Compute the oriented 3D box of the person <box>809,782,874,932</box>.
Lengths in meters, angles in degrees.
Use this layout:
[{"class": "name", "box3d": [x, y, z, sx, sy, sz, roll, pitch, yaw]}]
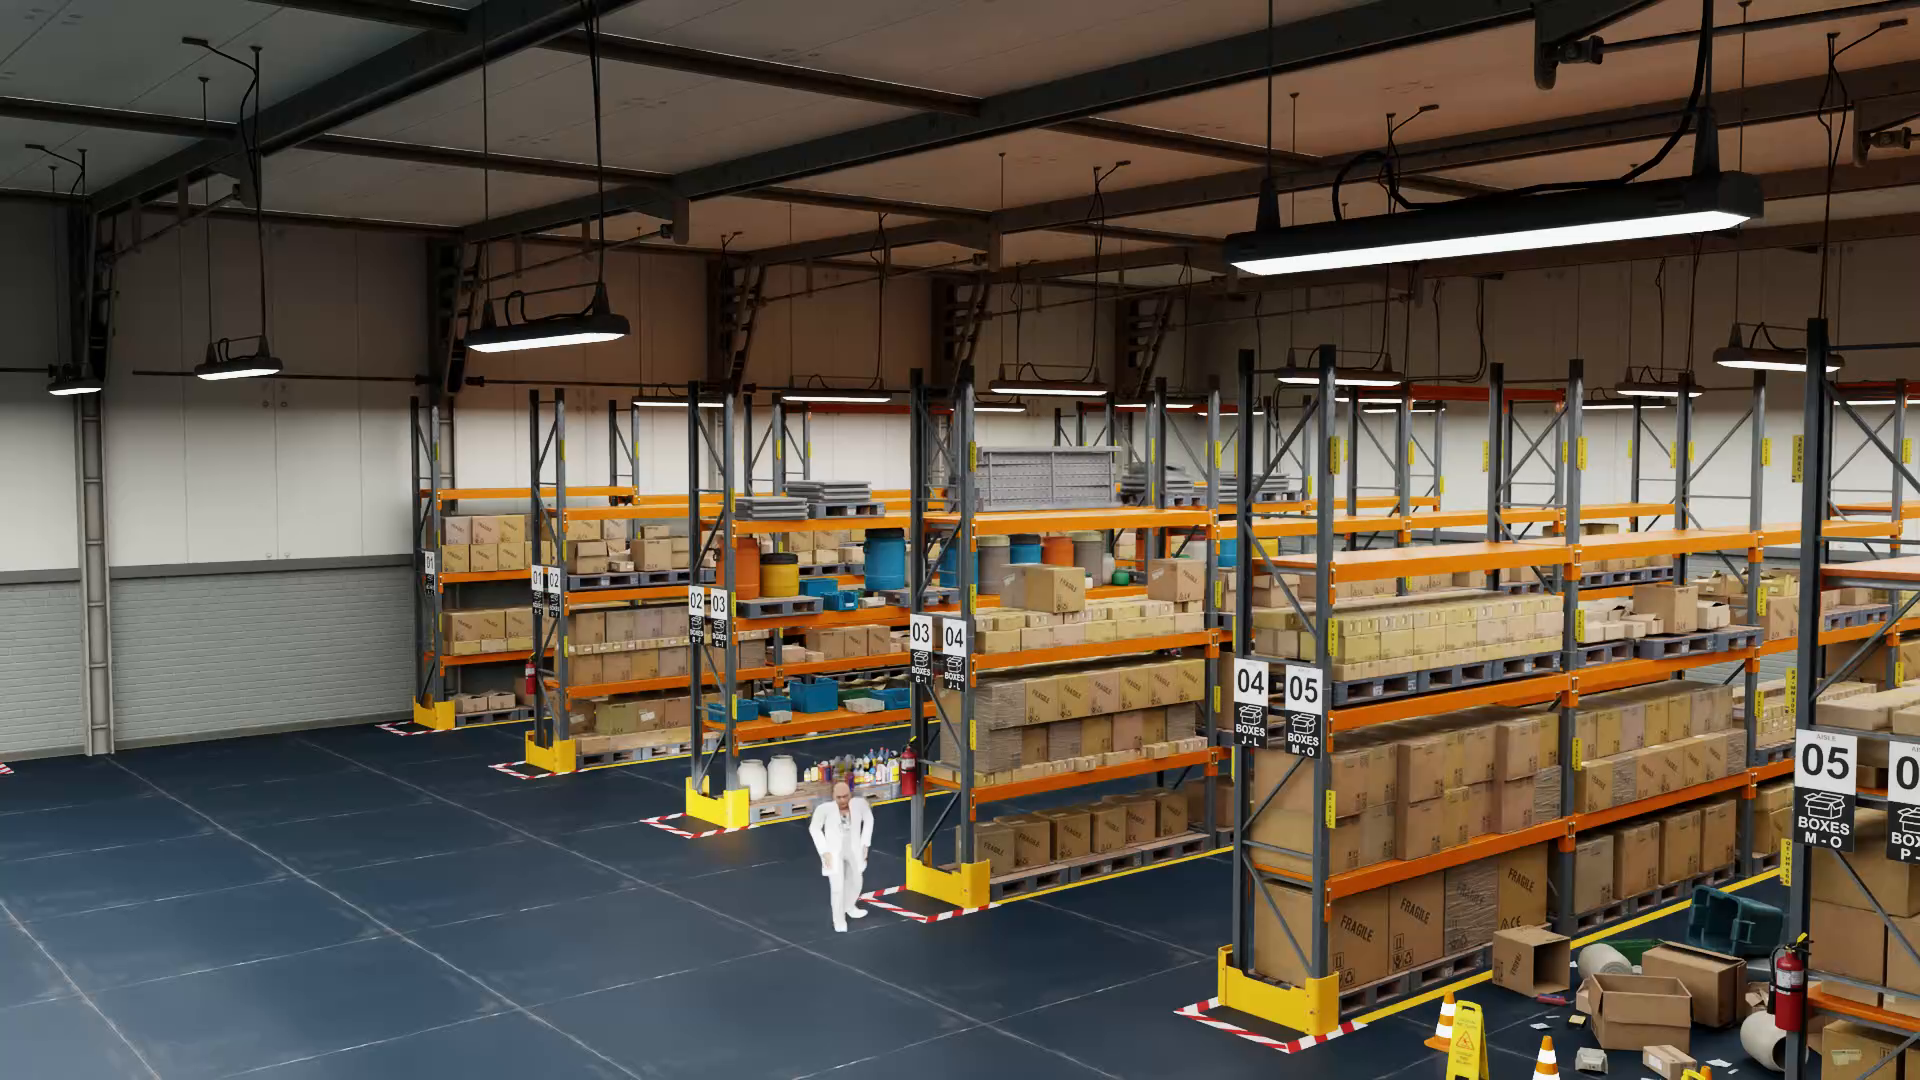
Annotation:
[{"class": "person", "box3d": [-1.254, 3.319, 17.624, 0.748, 1.611, 0.894, -1, 4, -23]}]
